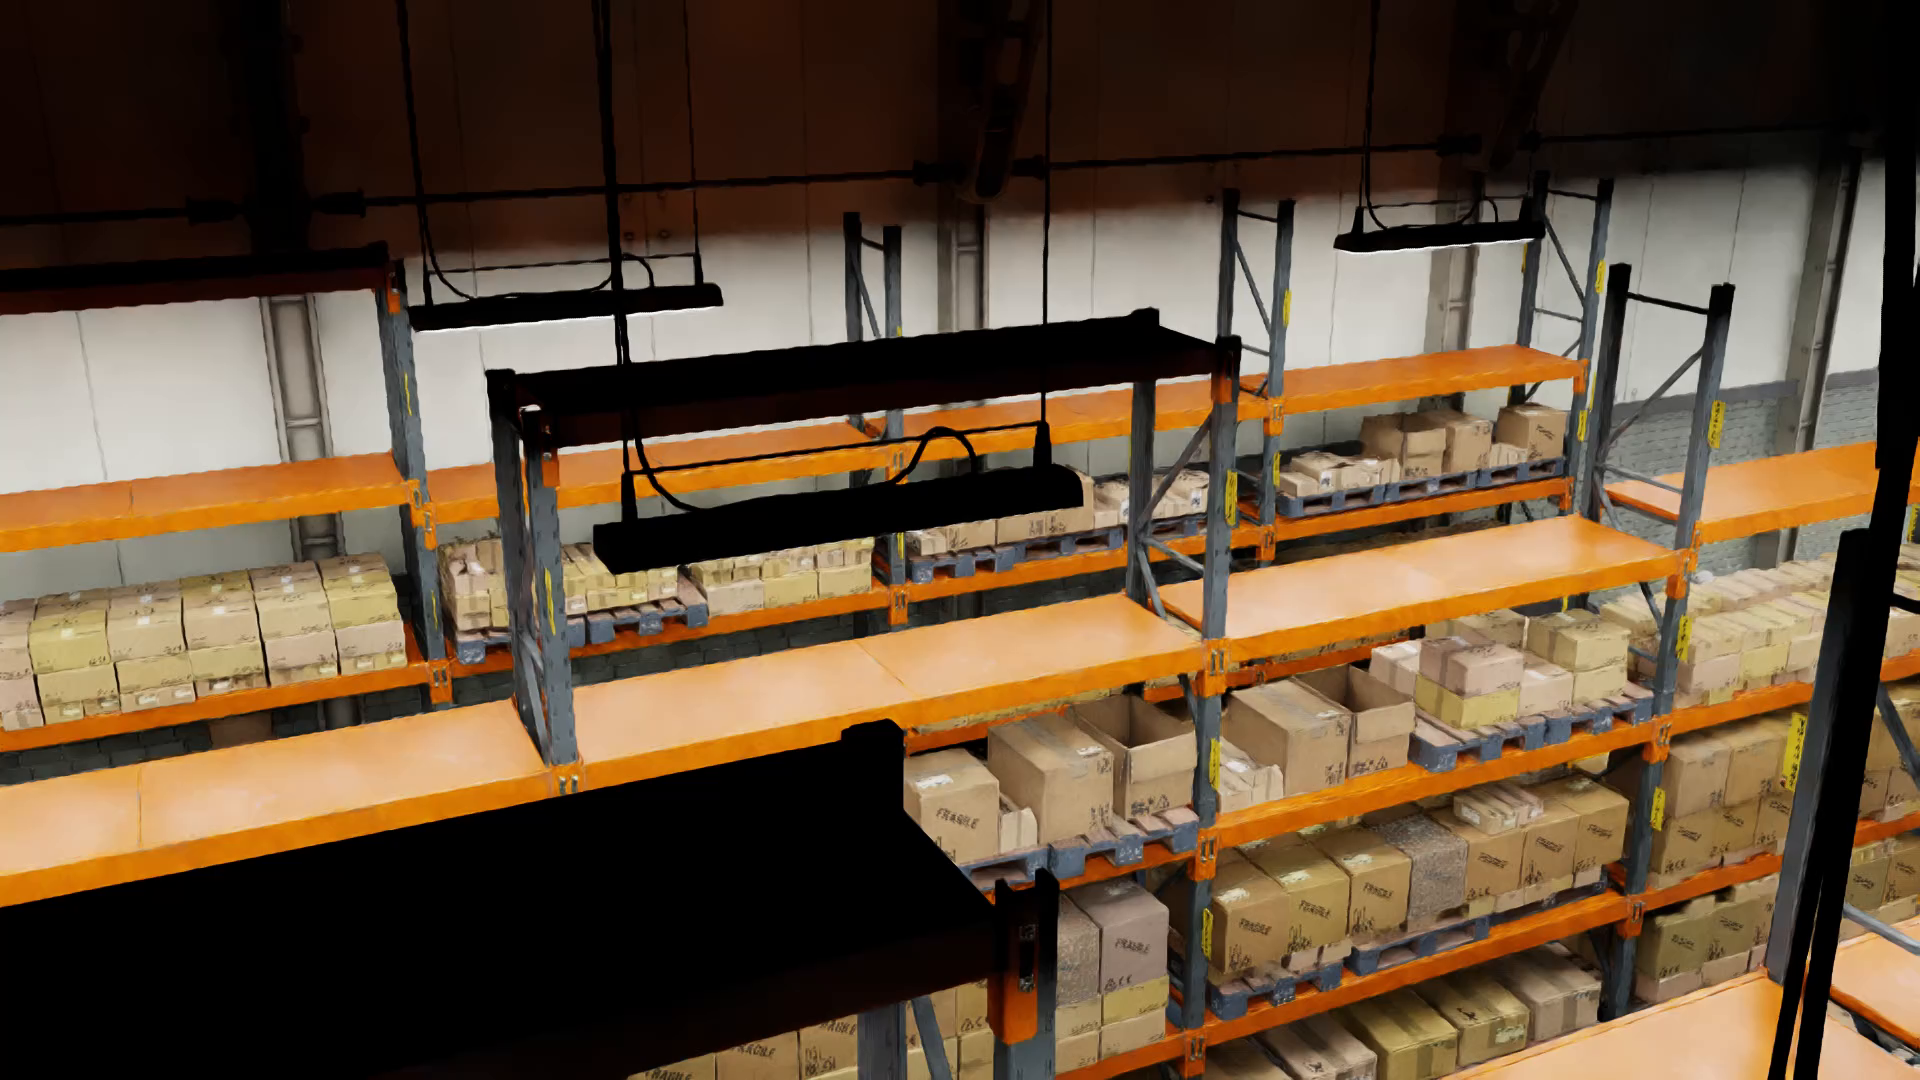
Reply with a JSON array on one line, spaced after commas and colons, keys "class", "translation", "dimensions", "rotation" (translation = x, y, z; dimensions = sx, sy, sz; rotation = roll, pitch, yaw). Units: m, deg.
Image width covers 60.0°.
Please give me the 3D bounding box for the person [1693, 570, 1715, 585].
[{"class": "person", "translation": [8.152, 1.165, 18.683], "dimensions": [0.951, 1.746, 0.591], "rotation": [-3, 19, -9]}]
